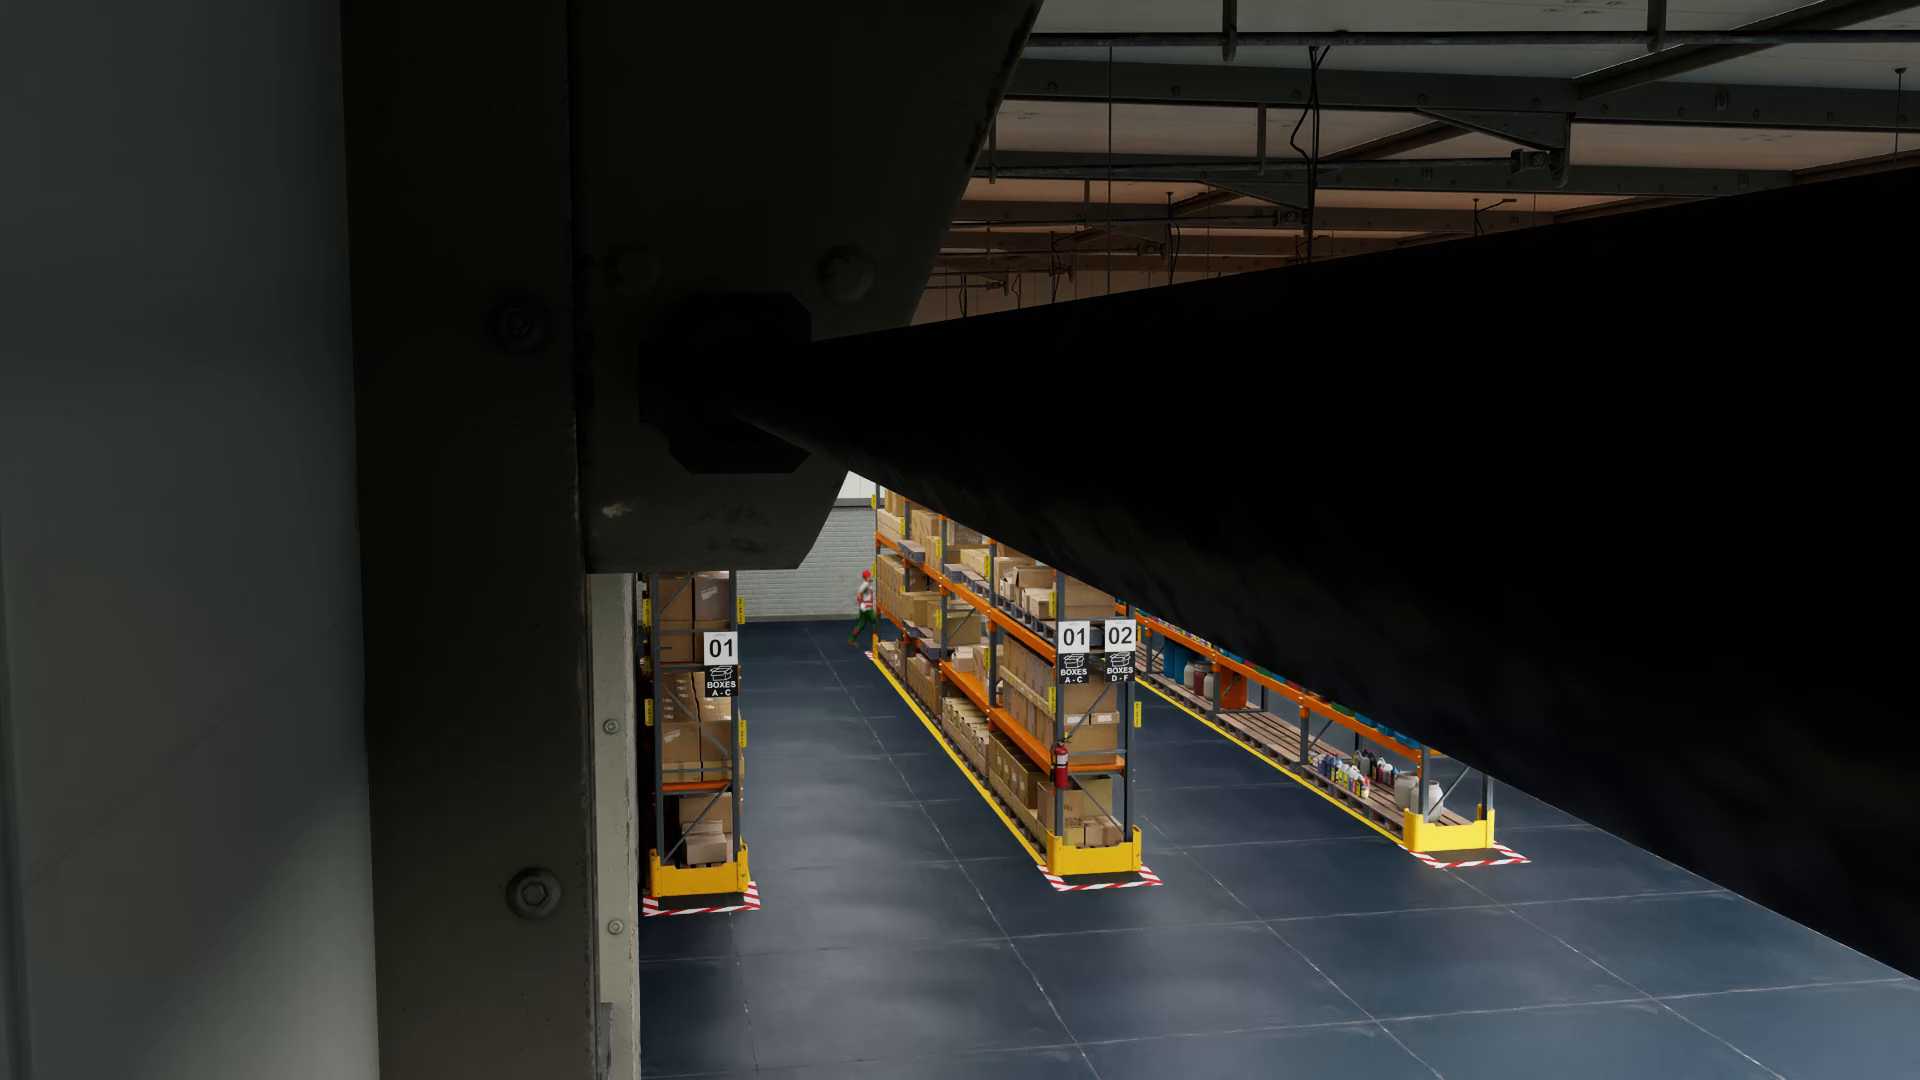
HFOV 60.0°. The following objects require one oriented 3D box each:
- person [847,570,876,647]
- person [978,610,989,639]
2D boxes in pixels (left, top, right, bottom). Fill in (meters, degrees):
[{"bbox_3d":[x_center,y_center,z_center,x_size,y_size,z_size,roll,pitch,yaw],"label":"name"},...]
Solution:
[{"bbox_3d":[-2.159,1.596,37.627,0.831,1.829,0.648,-2,6,-16],"label":"person"},{"bbox_3d":[0.673,1.803,36.153,0.475,1.709,0.791,-2,6,-20],"label":"person"}]
